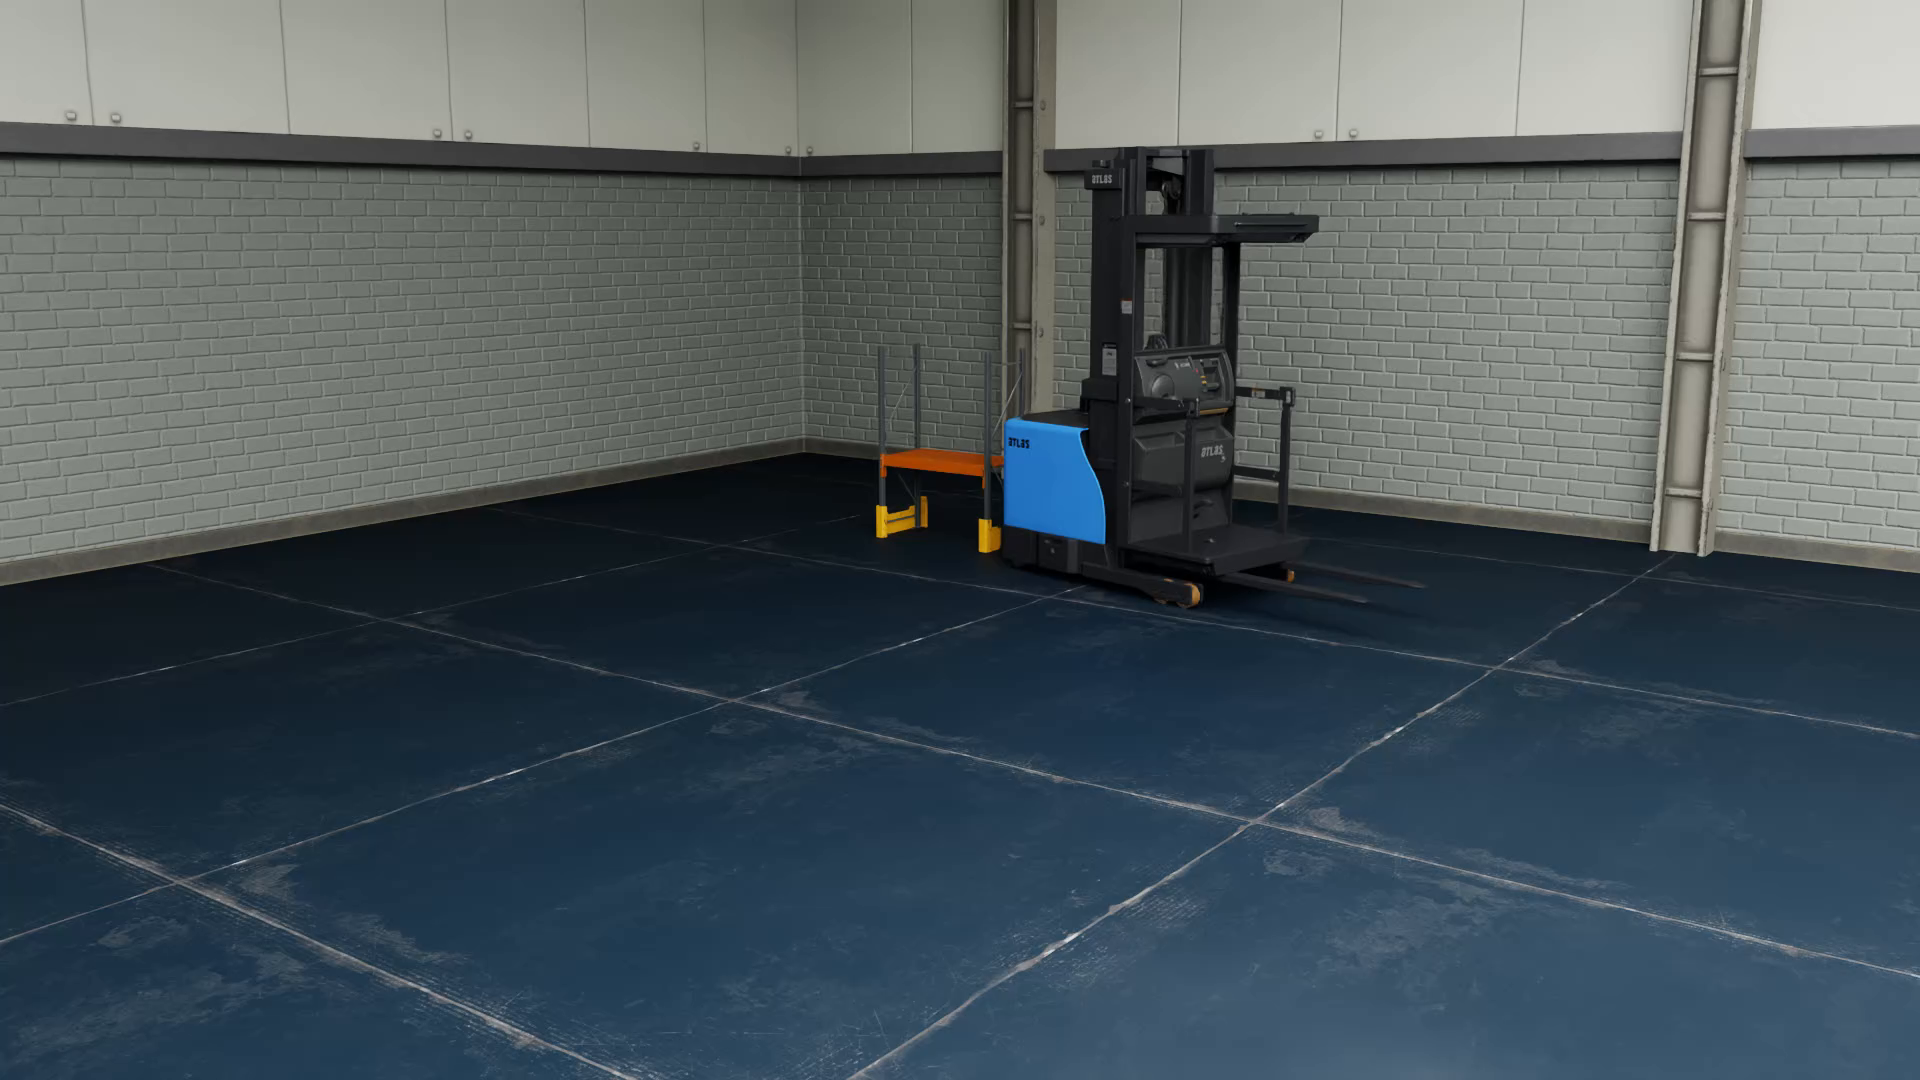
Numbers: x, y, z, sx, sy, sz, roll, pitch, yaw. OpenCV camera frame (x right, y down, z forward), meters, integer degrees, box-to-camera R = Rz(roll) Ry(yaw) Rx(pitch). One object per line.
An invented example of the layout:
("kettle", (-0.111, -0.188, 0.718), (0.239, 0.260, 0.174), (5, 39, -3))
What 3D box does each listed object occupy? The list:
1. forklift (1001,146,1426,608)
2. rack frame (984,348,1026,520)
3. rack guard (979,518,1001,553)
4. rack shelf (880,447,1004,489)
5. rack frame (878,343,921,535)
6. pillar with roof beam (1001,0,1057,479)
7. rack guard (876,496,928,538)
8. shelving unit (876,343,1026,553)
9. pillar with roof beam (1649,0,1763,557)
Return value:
("forklift", (1.654, -1.105, 11.025), (1.130, 2.935, 3.031), (-10, 15, -41))
("rack frame", (0.341, -0.689, 12.641), (0.032, 1.500, 0.500), (8, 13, 36))
("rack guard", (0.340, -0.075, 12.761), (0.087, 0.250, 0.587), (8, 13, 36))
("rack shelf", (-0.069, -0.569, 12.971), (1.000, 0.185, 0.538), (8, 13, 36))
("rack frame", (-0.478, -0.803, 13.232), (0.032, 1.500, 0.500), (8, 13, 36))
("pillar with roof beam", (-1.904, -4.356, 11.852), (0.400, 9.000, 9.100), (8, 13, 36))
("rack guard", (-0.463, -0.187, 13.340), (0.087, 0.250, 0.587), (8, 13, 36))
("shelving unit", (-0.061, -0.745, 12.932), (1.083, 1.500, 0.587), (8, 13, 36))
("pillar with roof beam", (2.932, -3.681, 8.365), (0.400, 9.000, 9.100), (8, 13, 36))
